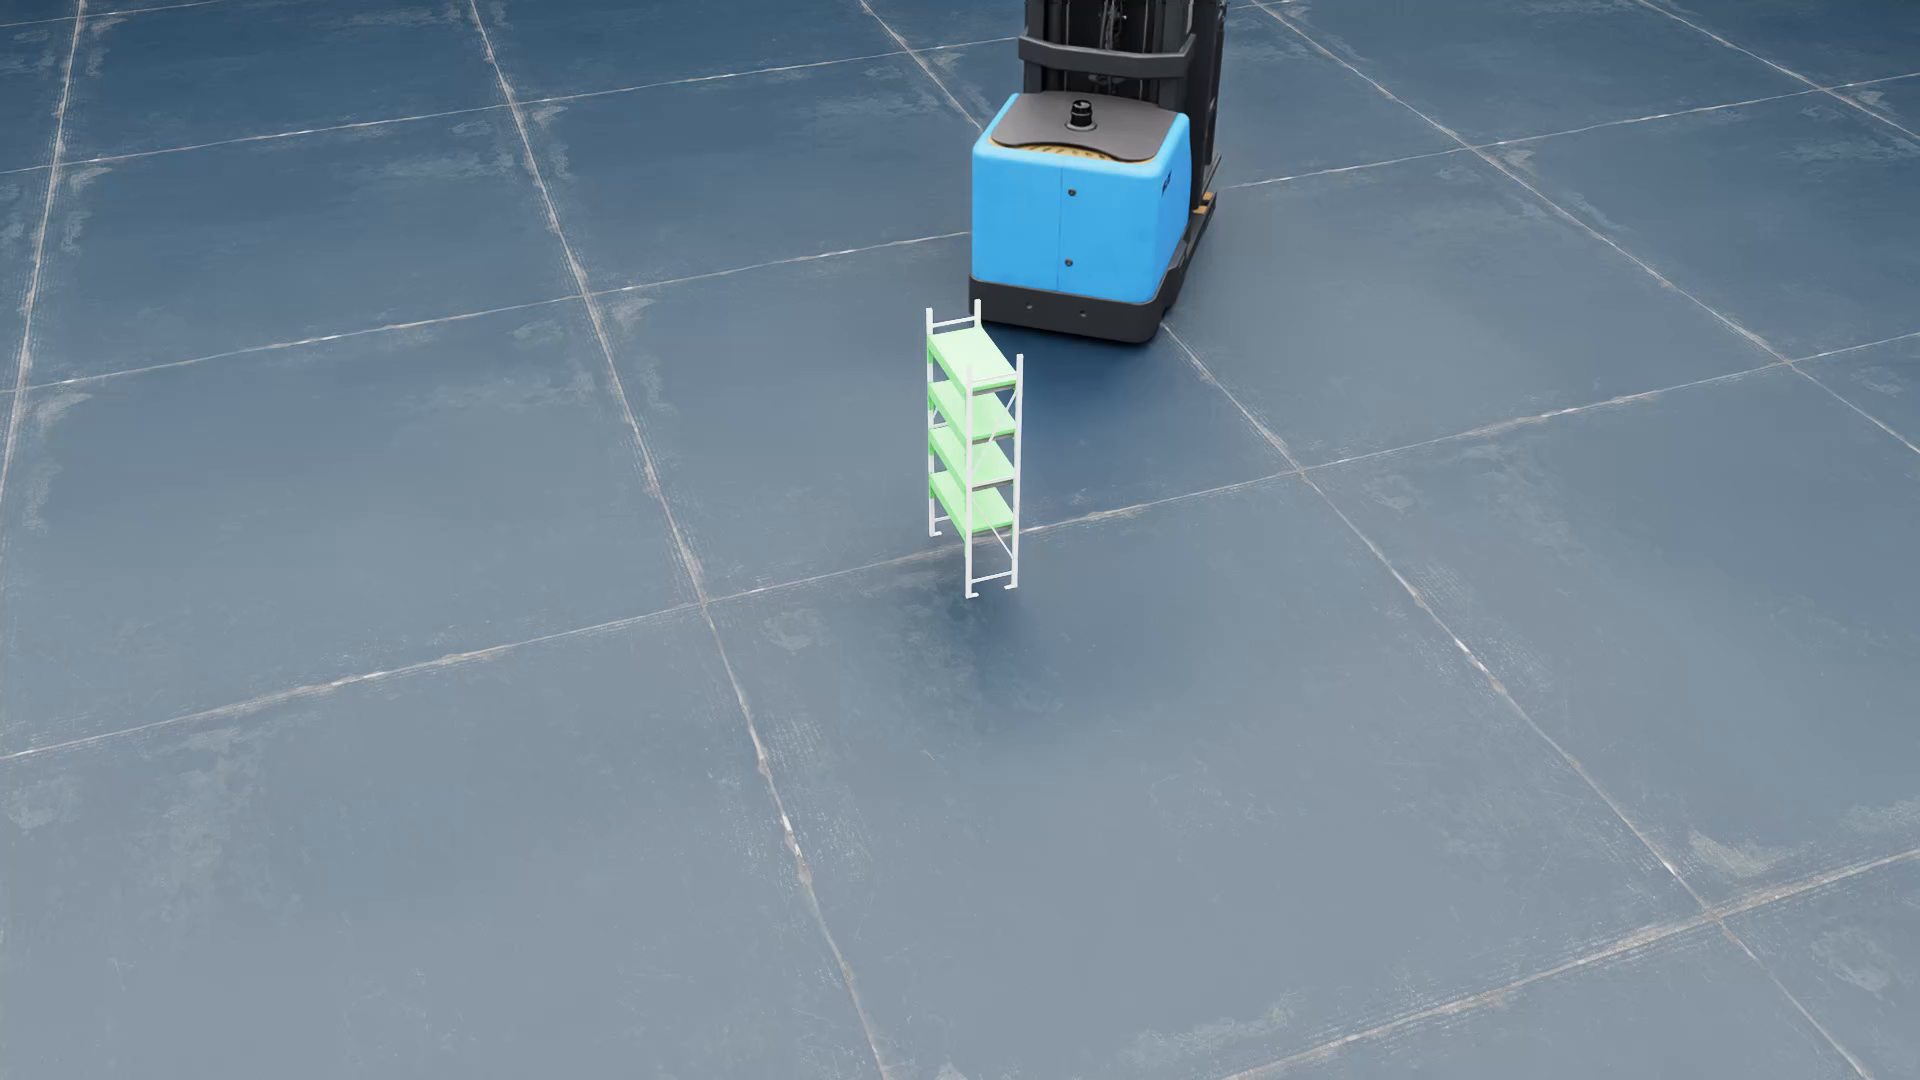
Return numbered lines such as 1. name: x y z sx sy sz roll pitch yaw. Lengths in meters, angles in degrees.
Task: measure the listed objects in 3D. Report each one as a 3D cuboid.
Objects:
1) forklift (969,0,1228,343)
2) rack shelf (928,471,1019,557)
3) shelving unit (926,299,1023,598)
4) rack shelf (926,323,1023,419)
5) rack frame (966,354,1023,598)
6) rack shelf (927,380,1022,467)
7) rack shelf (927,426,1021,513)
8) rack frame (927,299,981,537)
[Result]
1. forklift: 0.976 -3.134 9.474 1.130 2.935 3.031 11 38 14
2. rack shelf: 0.057 -0.143 7.448 0.258 0.148 0.480 -12 39 -16
3. shelving unit: 0.057 -0.386 7.265 0.258 1.200 0.503 -12 39 -16
4. rack shelf: 0.057 -0.718 7.015 0.258 0.148 0.480 -12 39 -16
5. rack frame: 0.141 -0.248 7.082 0.240 1.200 0.015 -12 39 -16
6. rack shelf: 0.057 -0.526 7.159 0.258 0.148 0.480 -12 39 -16
7. rack shelf: 0.057 -0.335 7.303 0.258 0.148 0.480 -12 39 -16
8. rack frame: -0.027 -0.524 7.448 0.240 1.200 0.015 -12 39 -16
